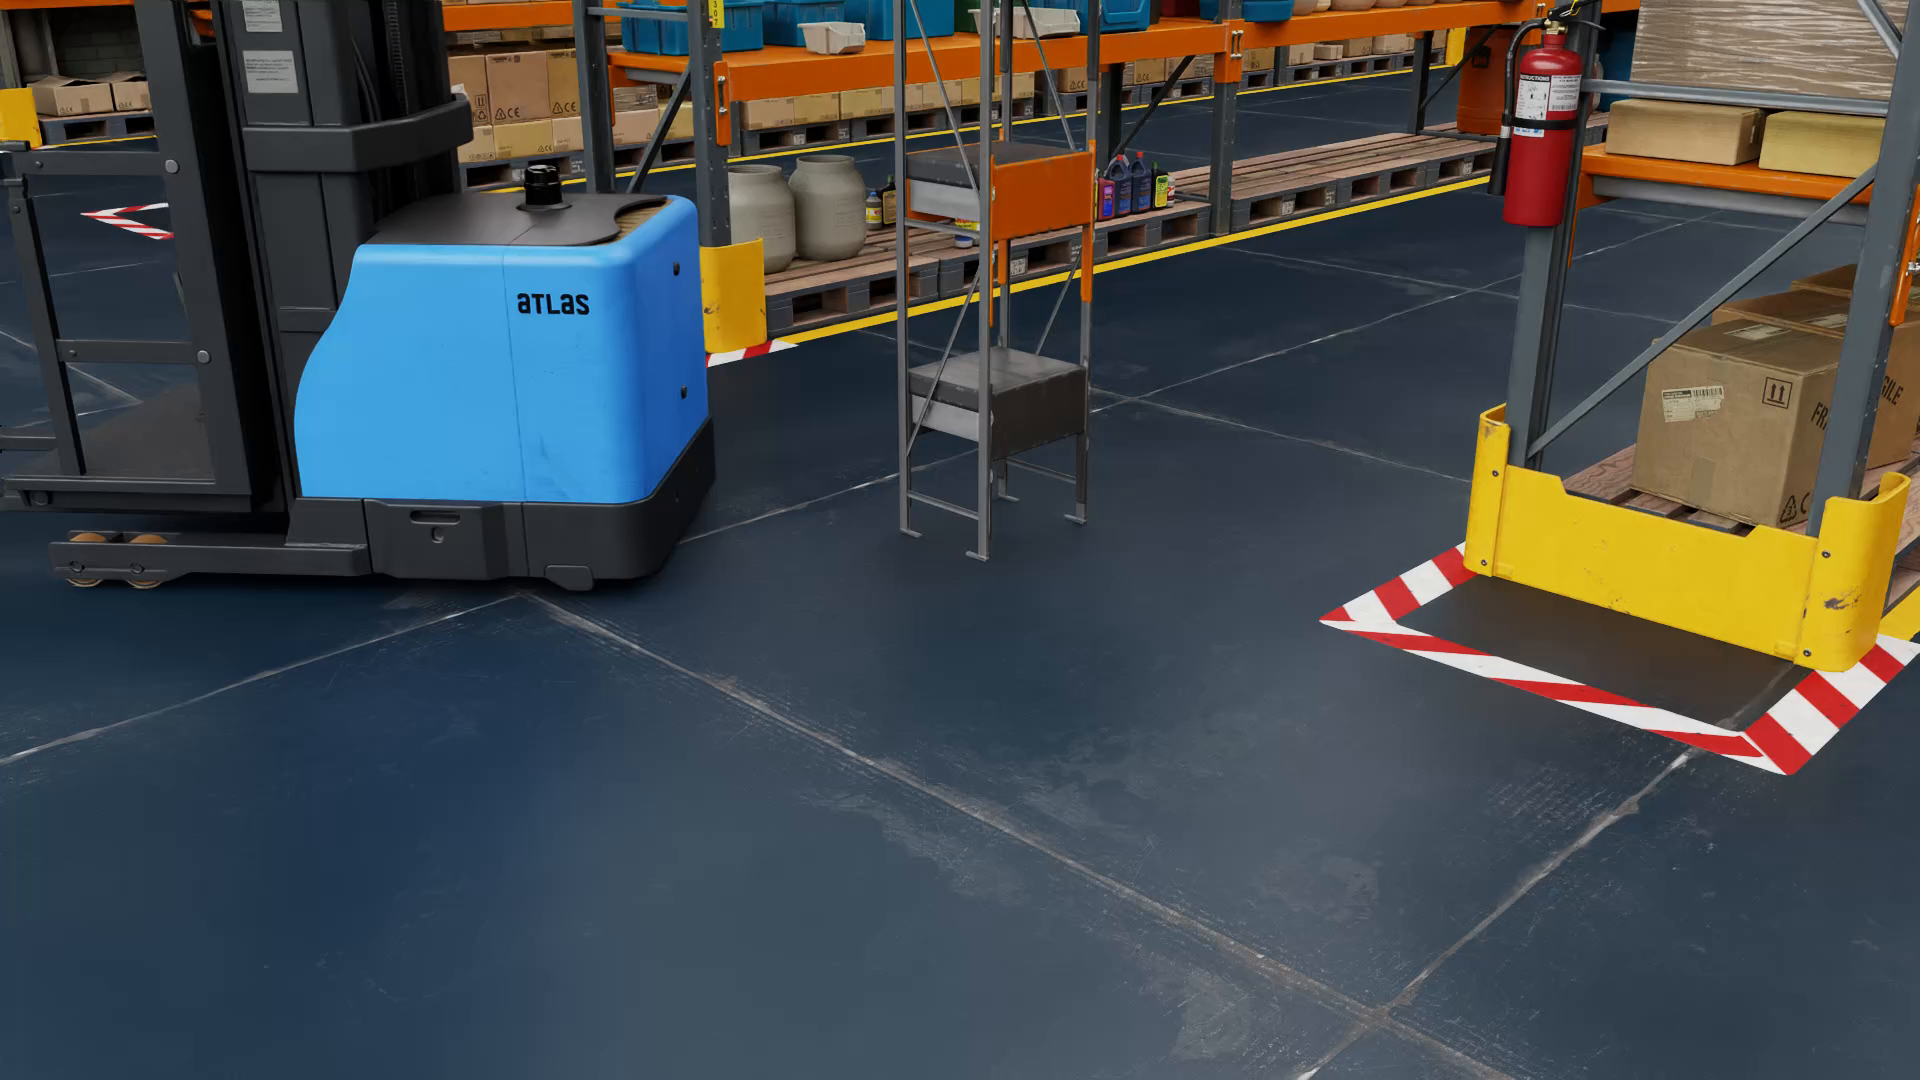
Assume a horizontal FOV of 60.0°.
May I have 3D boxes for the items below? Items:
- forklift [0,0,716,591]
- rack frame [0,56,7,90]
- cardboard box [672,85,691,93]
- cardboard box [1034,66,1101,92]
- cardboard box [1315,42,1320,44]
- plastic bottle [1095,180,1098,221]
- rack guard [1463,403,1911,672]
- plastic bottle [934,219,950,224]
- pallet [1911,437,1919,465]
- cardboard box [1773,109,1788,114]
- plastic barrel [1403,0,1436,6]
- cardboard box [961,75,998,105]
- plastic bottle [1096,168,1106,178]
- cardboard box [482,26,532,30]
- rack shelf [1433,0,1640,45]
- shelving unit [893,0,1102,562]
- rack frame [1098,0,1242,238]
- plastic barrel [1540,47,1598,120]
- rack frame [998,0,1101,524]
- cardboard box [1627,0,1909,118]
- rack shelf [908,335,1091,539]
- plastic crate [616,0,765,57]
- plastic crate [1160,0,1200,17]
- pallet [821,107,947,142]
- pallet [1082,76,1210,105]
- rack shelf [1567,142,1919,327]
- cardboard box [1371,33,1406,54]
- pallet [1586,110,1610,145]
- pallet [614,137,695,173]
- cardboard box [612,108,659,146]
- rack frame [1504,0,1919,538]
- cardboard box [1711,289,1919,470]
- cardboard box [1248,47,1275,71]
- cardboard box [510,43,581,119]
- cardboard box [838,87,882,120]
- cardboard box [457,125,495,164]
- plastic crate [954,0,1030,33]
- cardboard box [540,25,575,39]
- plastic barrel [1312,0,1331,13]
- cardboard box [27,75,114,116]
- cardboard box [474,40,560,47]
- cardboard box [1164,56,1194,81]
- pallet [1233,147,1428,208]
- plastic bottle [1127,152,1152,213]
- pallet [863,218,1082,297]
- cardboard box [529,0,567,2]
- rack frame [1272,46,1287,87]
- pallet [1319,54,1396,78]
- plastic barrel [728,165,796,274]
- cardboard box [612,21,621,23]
[{"bbox_3d":[-2.412,-1.403,5.140,3.031,2.935,1.130,1,21,4],"label":"forklift"},{"bbox_3d":[-8.566,-4.913,14.175,1.000,3.000,0.127,19,28,41],"label":"rack frame"},{"bbox_3d":[-2.147,-4.052,14.402,0.500,0.311,0.500,19,28,41],"label":"cardboard box"},{"bbox_3d":[1.089,-4.814,16.790,0.500,0.500,0.500,-19,28,-40],"label":"cardboard box"},{"bbox_3d":[4.074,-6.119,20.448,0.500,0.311,0.500,19,28,41],"label":"cardboard box"},{"bbox_3d":[0.720,-2.060,9.832,0.144,0.351,0.185,19,28,40],"label":"plastic bottle"},{"bbox_3d":[2.134,-0.046,4.998,1.175,0.500,0.348,19,28,41],"label":"rack guard"},{"bbox_3d":[-0.106,-1.981,9.835,0.097,0.201,0.097,0,21,0],"label":"plastic bottle"},{"bbox_3d":[3.577,-0.423,6.382,1.003,0.211,1.213,19,28,41],"label":"pallet"},{"bbox_3d":[2.306,-1.265,5.035,0.380,0.149,0.250,19,28,41],"label":"cardboard box"},{"bbox_3d":[3.254,-4.115,11.945,0.421,0.512,0.421,0,21,0],"label":"plastic barrel"},{"bbox_3d":[0.017,-4.313,15.862,0.500,0.250,0.500,19,28,40],"label":"cardboard box"},{"bbox_3d":[0.822,-2.139,10.141,0.152,0.276,0.135,19,28,41],"label":"plastic bottle"},{"bbox_3d":[-4.970,-5.637,17.885,0.500,0.250,0.500,19,28,40],"label":"cardboard box"},{"bbox_3d":[5.508,-4.668,14.541,1.077,0.370,4.000,19,28,41],"label":"rack shelf"},{"bbox_3d":[0.115,-1.023,5.309,0.431,2.100,0.503,19,28,41],"label":"shelving unit"},{"bbox_3d":[1.322,-3.461,10.399,1.000,3.000,0.127,19,28,41],"label":"rack frame"},{"bbox_3d":[5.230,-3.980,14.525,0.600,0.588,0.708,19,28,41],"label":"plastic barrel"},{"bbox_3d":[0.286,-1.085,5.472,0.400,2.100,0.015,19,28,41],"label":"rack frame"},{"bbox_3d":[2.484,-1.513,4.777,0.875,0.500,0.500,19,28,41],"label":"cardboard box"},{"bbox_3d":[0.115,-0.357,5.565,0.431,0.518,0.480,19,28,41],"label":"rack shelf"},{"bbox_3d":[-1.333,-2.567,8.280,0.499,0.251,0.616,19,28,41],"label":"plastic crate"},{"bbox_3d":[1.441,-3.692,10.910,0.402,0.464,0.583,19,28,41],"label":"plastic crate"},{"bbox_3d":[-0.887,-3.915,15.465,1.003,0.211,1.213,19,28,41],"label":"pallet"},{"bbox_3d":[1.965,-4.923,18.089,1.003,0.211,1.213,19,28,41],"label":"pallet"},{"bbox_3d":[3.476,-1.372,5.965,1.077,0.370,4.000,19,28,41],"label":"rack shelf"},{"bbox_3d":[5.260,-6.270,20.927,0.500,0.250,0.500,19,28,41],"label":"cardboard box"},{"bbox_3d":[5.484,-3.713,14.941,1.003,0.211,1.213,19,28,41],"label":"pallet"},{"bbox_3d":[-2.809,-3.206,13.622,1.003,0.211,1.213,19,28,41],"label":"pallet"},{"bbox_3d":[-2.747,-3.315,13.264,0.500,0.250,0.500,19,28,41],"label":"cardboard box"},{"bbox_3d":[2.081,-1.193,4.499,1.000,3.000,0.127,19,28,41],"label":"rack frame"},{"bbox_3d":[2.921,-0.541,5.700,0.500,0.500,0.500,-12,24,-28],"label":"cardboard box"},{"bbox_3d":[3.218,-5.598,18.830,0.500,0.500,0.500,19,28,40],"label":"cardboard box"},{"bbox_3d":[-3.094,-3.536,12.794,0.500,0.500,0.500,19,28,41],"label":"cardboard box"},{"bbox_3d":[-1.048,-3.921,14.842,0.500,0.250,0.500,18,28,39],"label":"cardboard box"},{"bbox_3d":[-3.786,-2.926,12.254,0.500,0.250,0.500,19,28,41],"label":"cardboard box"},{"bbox_3d":[0.173,-3.084,9.713,0.450,0.188,0.662,19,28,41],"label":"plastic crate"},{"bbox_3d":[-4.565,-5.439,18.416,0.700,0.500,0.500,20,28,41],"label":"cardboard box"},{"bbox_3d":[2.356,-3.699,11.209,0.301,0.262,0.301,0,21,0],"label":"plastic barrel"},{"bbox_3d":[-8.019,-4.018,14.982,0.500,0.311,0.500,15,26,35],"label":"cardboard box"},{"bbox_3d":[-3.469,-3.667,13.135,0.500,0.500,0.500,19,28,41],"label":"cardboard box"},{"bbox_3d":[2.164,-5.213,17.828,0.500,0.500,0.500,18,27,39],"label":"cardboard box"},{"bbox_3d":[2.693,-2.686,12.269,1.003,0.211,1.213,19,28,41],"label":"pallet"},{"bbox_3d":[1.080,-2.192,10.177,0.144,0.351,0.185,18,28,39],"label":"plastic bottle"},{"bbox_3d":[-0.027,-1.682,9.657,1.003,0.211,1.213,19,28,41],"label":"pallet"},{"bbox_3d":[-3.245,-4.368,12.618,0.500,0.500,0.700,-20,28,-41],"label":"cardboard box"},{"bbox_3d":[3.357,-6.758,18.977,1.000,3.000,0.127,19,28,41],"label":"rack frame"},{"bbox_3d":[4.688,-5.948,20.756,1.003,0.211,1.213,19,28,41],"label":"pallet"},{"bbox_3d":[-1.064,-1.656,8.585,0.421,0.512,0.421,0,21,0],"label":"plastic barrel"},{"bbox_3d":[-3.893,-6.029,18.904,0.500,0.250,0.500,-20,28,-41],"label":"cardboard box"}]
